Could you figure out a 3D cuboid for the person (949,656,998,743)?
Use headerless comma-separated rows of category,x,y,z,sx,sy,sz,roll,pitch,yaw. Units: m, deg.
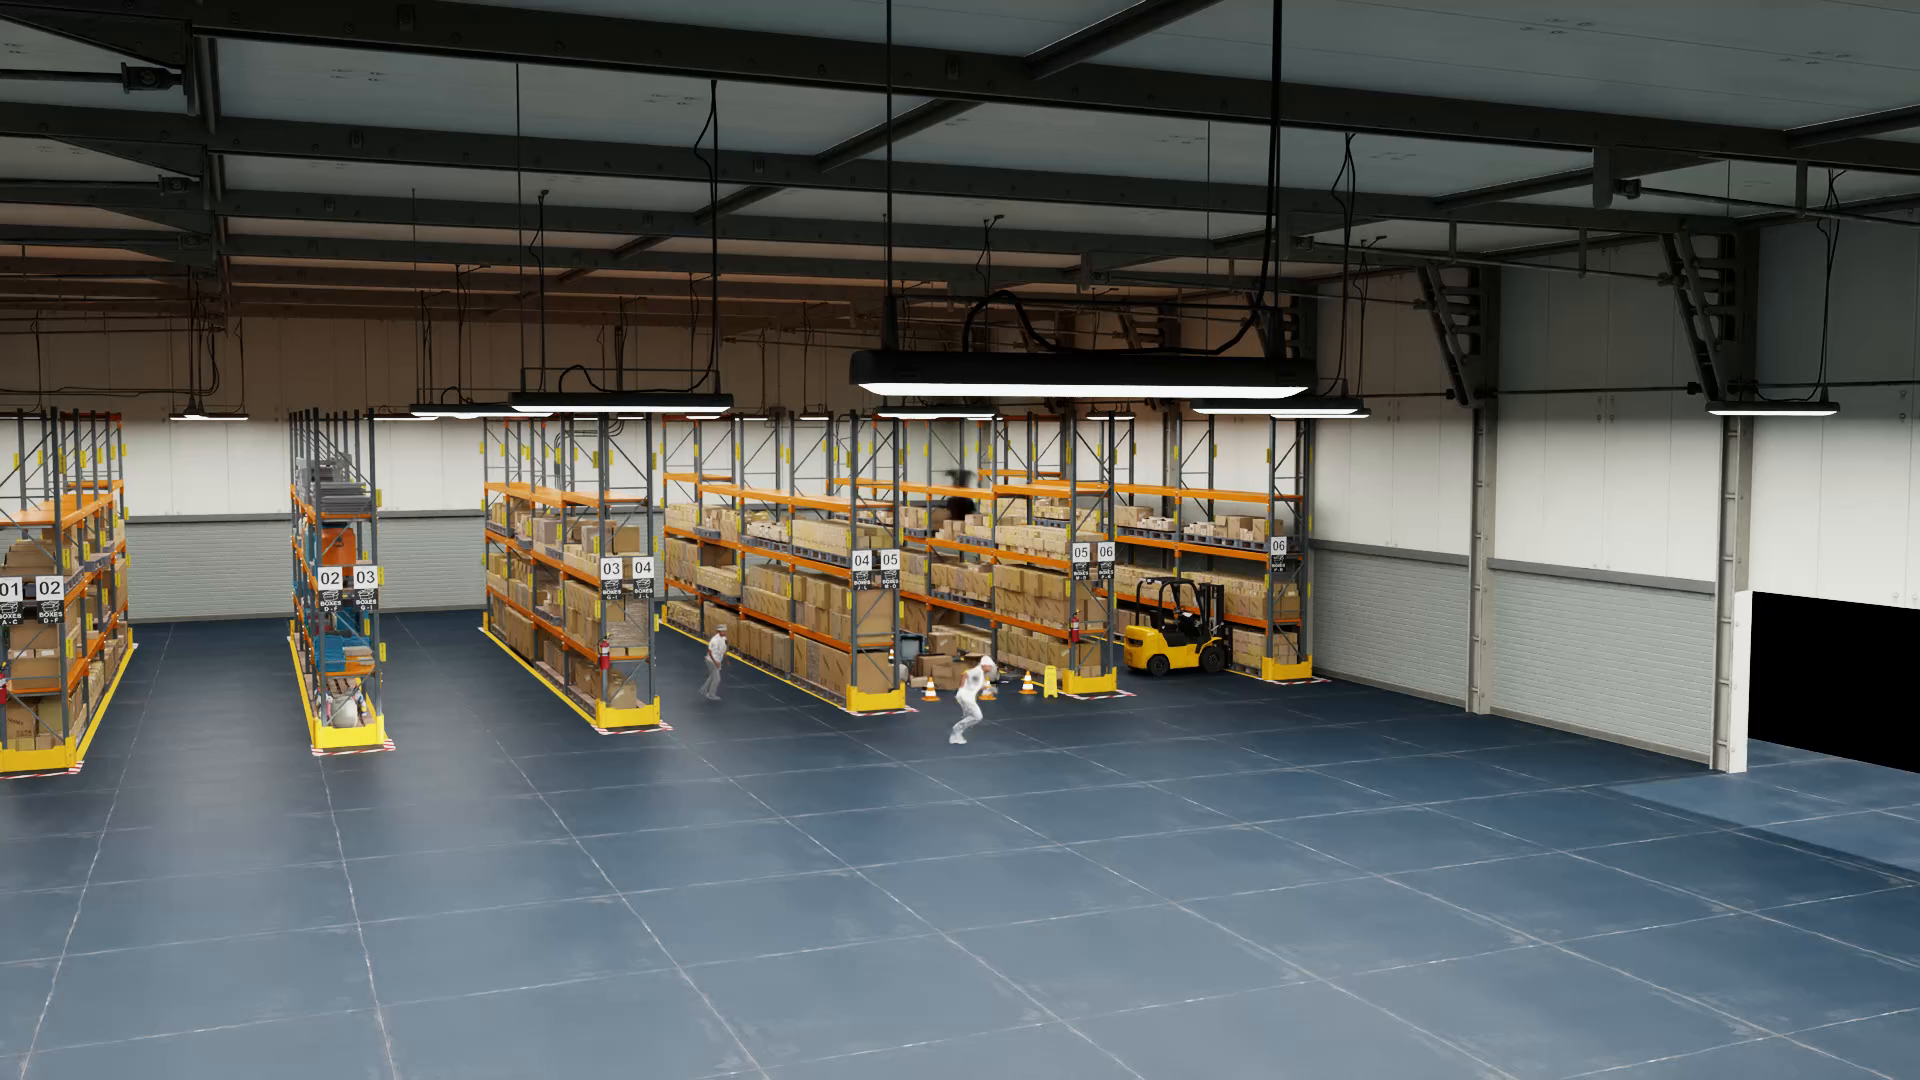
person,0.223,2.853,29.553,0.864,1.591,0.720,1,4,13

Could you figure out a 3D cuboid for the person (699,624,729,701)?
person,-5.119,2.525,34.441,0.774,1.622,0.589,1,4,19

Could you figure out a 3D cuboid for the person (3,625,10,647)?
person,-24.237,1.862,42.402,0.773,1.766,0.650,-2,4,-21
